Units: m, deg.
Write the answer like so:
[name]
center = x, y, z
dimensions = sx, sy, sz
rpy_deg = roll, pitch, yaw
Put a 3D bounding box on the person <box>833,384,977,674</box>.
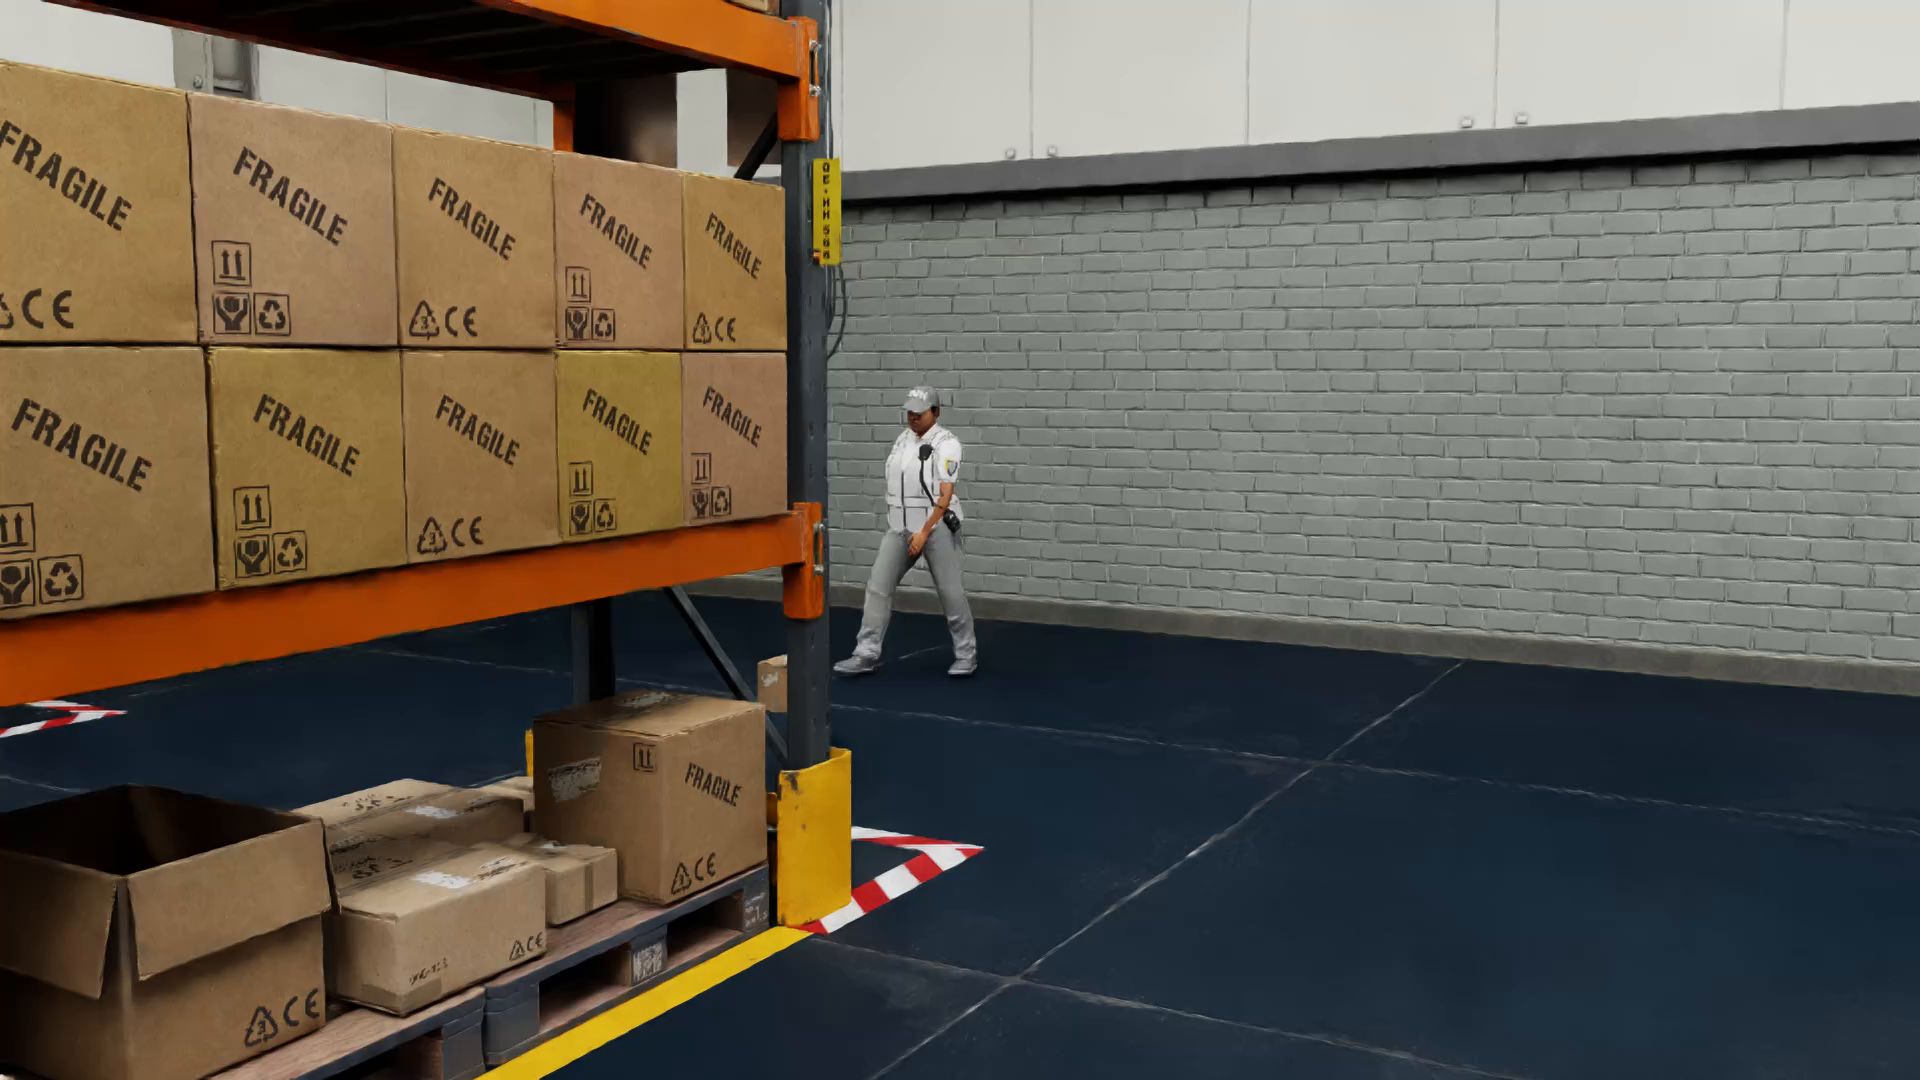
[person]
center = -0.285, -0.054, 9.320
dimensions = 0.615, 1.631, 0.712
rpy_deg = 4, 7, 35
